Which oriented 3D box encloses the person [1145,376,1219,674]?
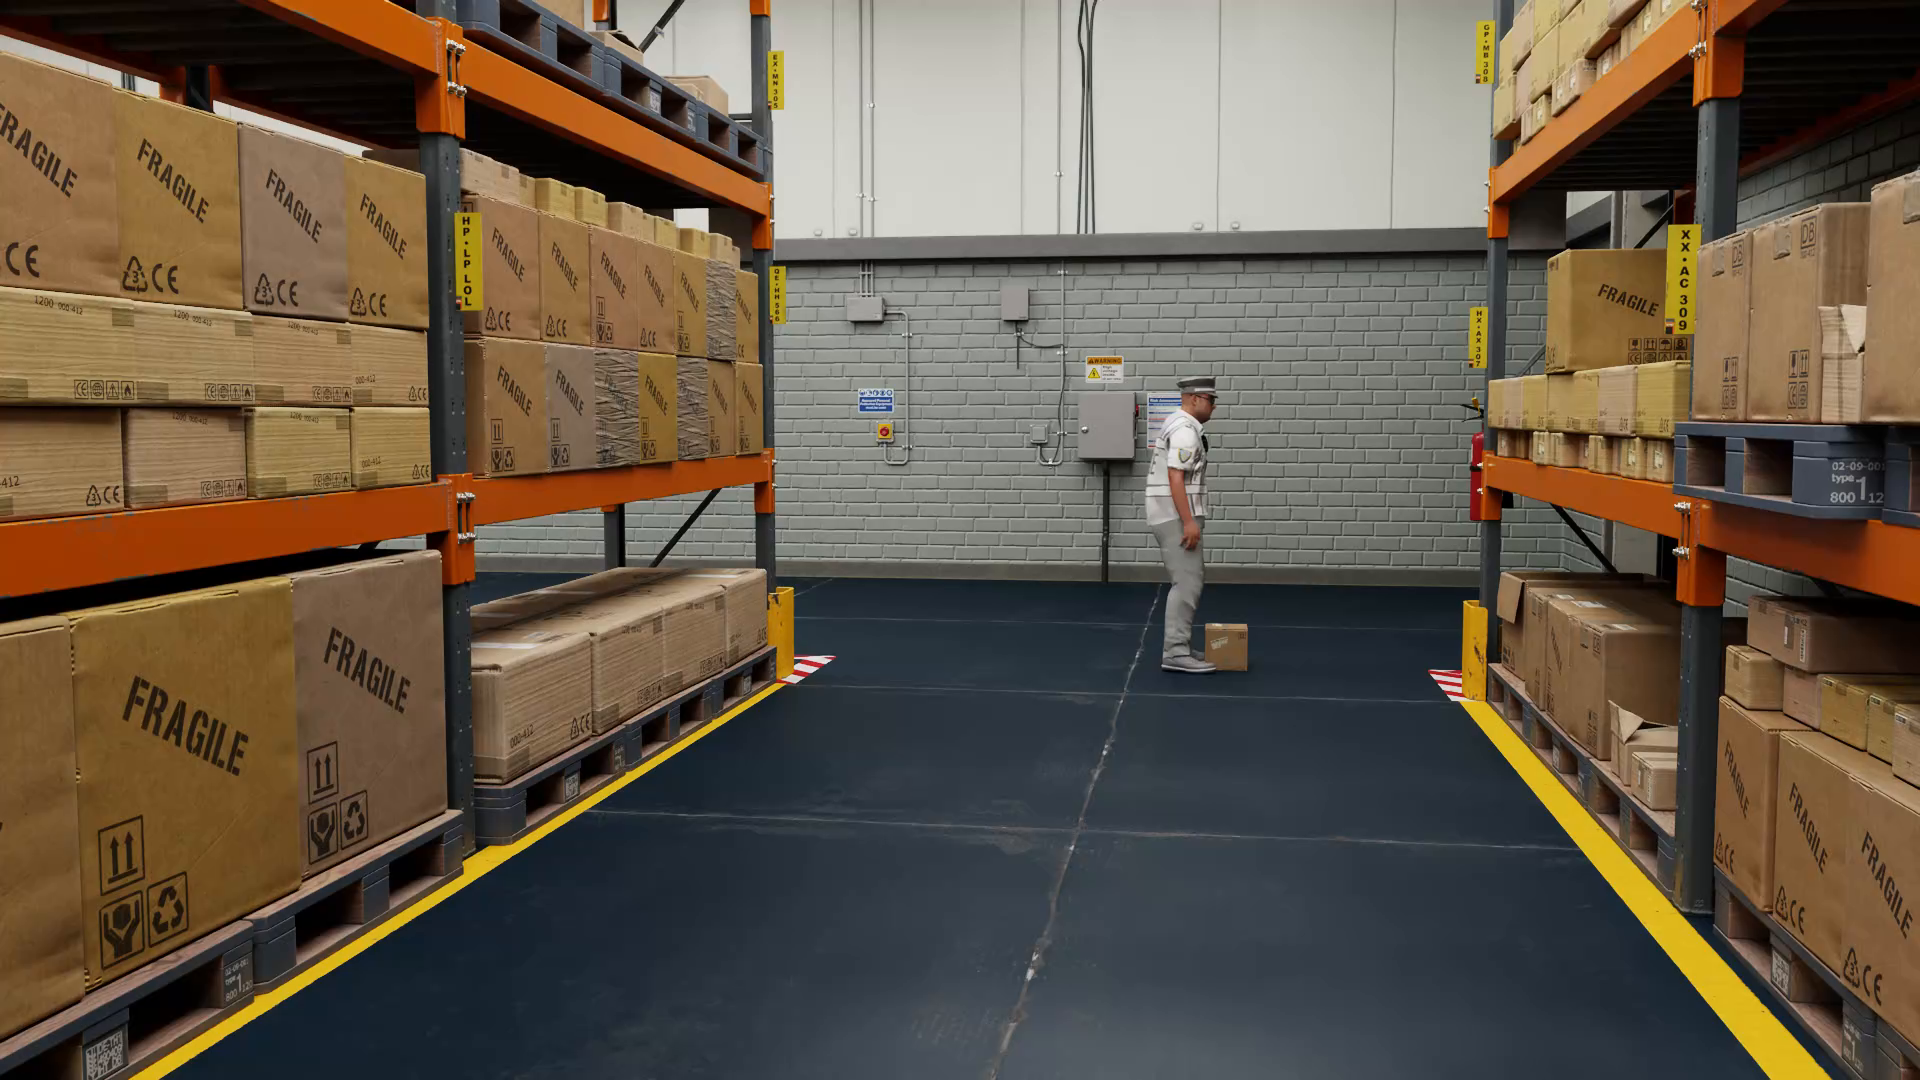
[{"bbox_3d":[1.330,-0.108,9.974,0.434,1.748,0.585,1,4,8],"label":"person"}]
